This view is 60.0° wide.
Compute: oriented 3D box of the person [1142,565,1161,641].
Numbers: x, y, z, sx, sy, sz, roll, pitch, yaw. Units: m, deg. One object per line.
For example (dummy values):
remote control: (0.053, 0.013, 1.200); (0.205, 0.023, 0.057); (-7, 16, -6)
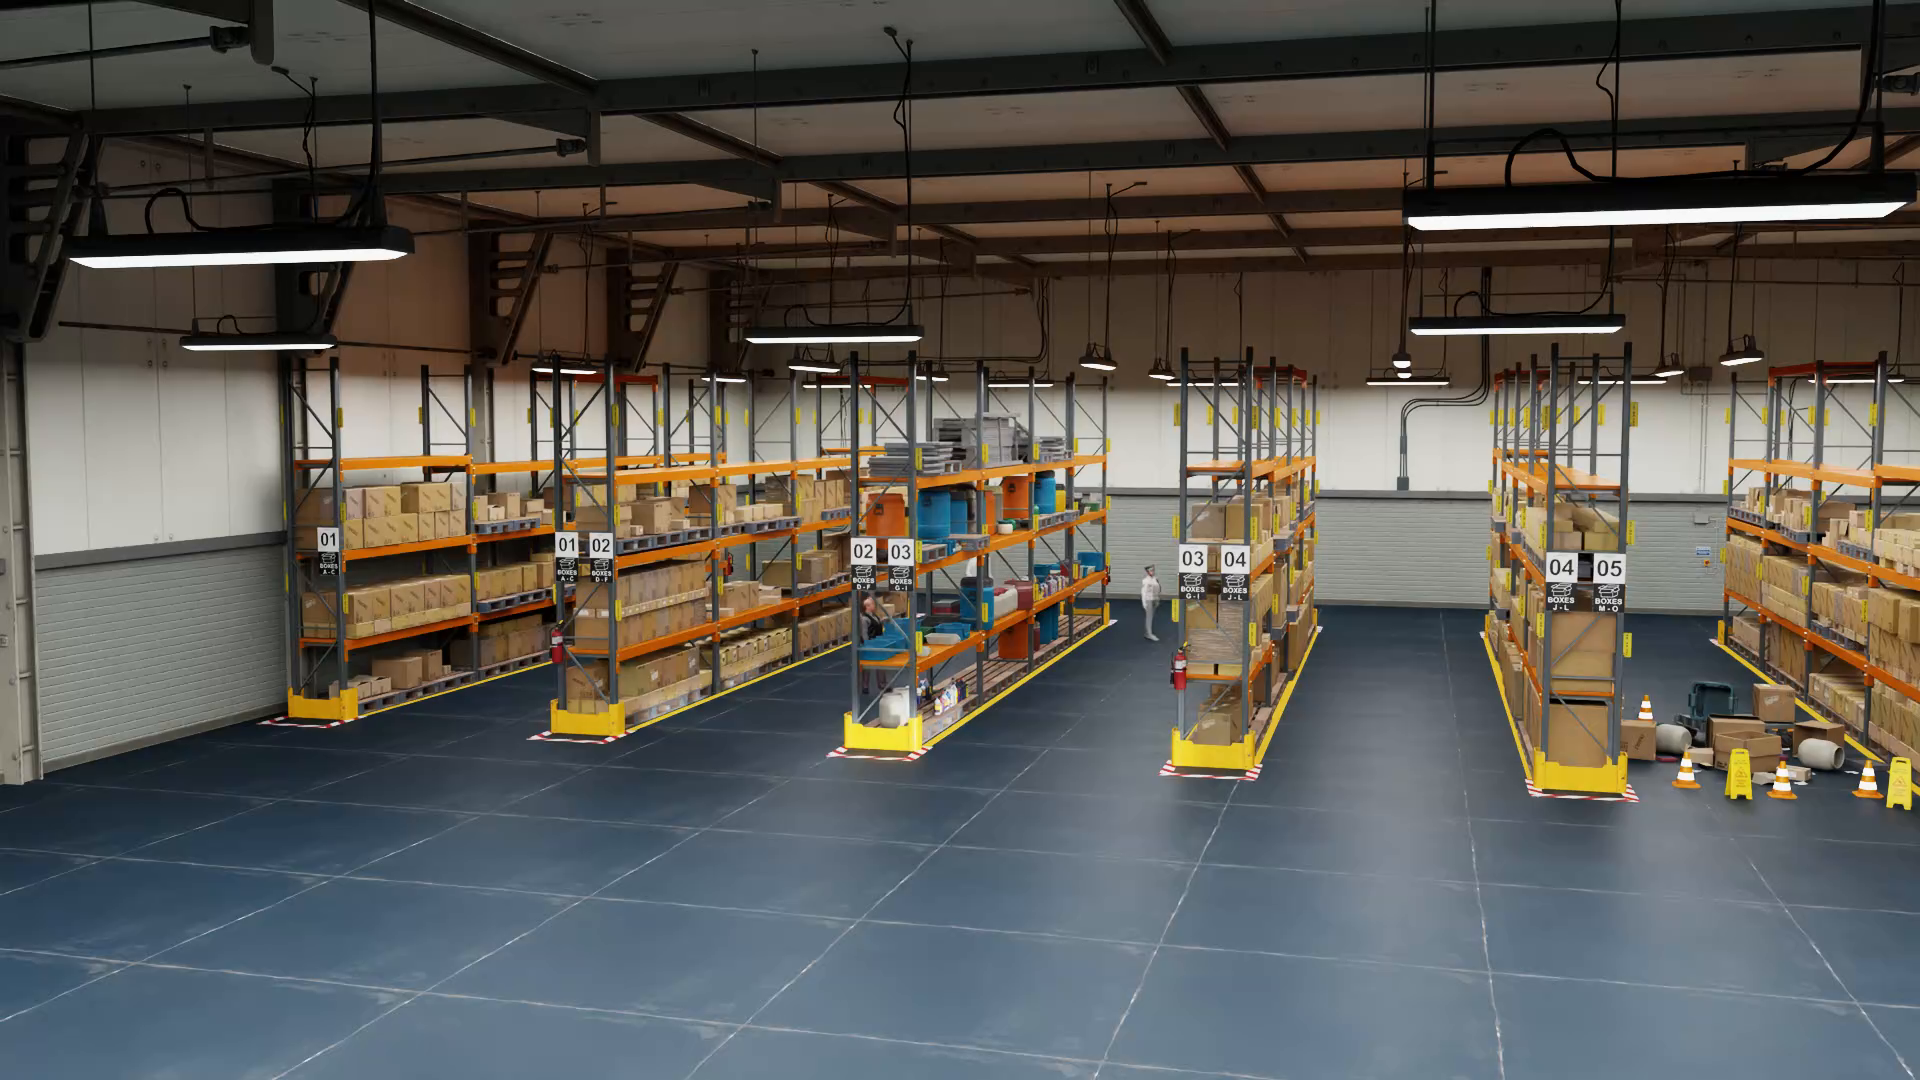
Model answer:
person: (4.381, 1.404, 37.686); (0.532, 1.701, 0.515); (4, 6, 44)

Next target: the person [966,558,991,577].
person: (0.440, 1.084, 41.277); (0.620, 1.713, 1.133); (1, 4, 14)

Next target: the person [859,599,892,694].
person: (-1.518, 1.915, 29.853); (0.567, 1.711, 0.597); (3, 5, 38)
